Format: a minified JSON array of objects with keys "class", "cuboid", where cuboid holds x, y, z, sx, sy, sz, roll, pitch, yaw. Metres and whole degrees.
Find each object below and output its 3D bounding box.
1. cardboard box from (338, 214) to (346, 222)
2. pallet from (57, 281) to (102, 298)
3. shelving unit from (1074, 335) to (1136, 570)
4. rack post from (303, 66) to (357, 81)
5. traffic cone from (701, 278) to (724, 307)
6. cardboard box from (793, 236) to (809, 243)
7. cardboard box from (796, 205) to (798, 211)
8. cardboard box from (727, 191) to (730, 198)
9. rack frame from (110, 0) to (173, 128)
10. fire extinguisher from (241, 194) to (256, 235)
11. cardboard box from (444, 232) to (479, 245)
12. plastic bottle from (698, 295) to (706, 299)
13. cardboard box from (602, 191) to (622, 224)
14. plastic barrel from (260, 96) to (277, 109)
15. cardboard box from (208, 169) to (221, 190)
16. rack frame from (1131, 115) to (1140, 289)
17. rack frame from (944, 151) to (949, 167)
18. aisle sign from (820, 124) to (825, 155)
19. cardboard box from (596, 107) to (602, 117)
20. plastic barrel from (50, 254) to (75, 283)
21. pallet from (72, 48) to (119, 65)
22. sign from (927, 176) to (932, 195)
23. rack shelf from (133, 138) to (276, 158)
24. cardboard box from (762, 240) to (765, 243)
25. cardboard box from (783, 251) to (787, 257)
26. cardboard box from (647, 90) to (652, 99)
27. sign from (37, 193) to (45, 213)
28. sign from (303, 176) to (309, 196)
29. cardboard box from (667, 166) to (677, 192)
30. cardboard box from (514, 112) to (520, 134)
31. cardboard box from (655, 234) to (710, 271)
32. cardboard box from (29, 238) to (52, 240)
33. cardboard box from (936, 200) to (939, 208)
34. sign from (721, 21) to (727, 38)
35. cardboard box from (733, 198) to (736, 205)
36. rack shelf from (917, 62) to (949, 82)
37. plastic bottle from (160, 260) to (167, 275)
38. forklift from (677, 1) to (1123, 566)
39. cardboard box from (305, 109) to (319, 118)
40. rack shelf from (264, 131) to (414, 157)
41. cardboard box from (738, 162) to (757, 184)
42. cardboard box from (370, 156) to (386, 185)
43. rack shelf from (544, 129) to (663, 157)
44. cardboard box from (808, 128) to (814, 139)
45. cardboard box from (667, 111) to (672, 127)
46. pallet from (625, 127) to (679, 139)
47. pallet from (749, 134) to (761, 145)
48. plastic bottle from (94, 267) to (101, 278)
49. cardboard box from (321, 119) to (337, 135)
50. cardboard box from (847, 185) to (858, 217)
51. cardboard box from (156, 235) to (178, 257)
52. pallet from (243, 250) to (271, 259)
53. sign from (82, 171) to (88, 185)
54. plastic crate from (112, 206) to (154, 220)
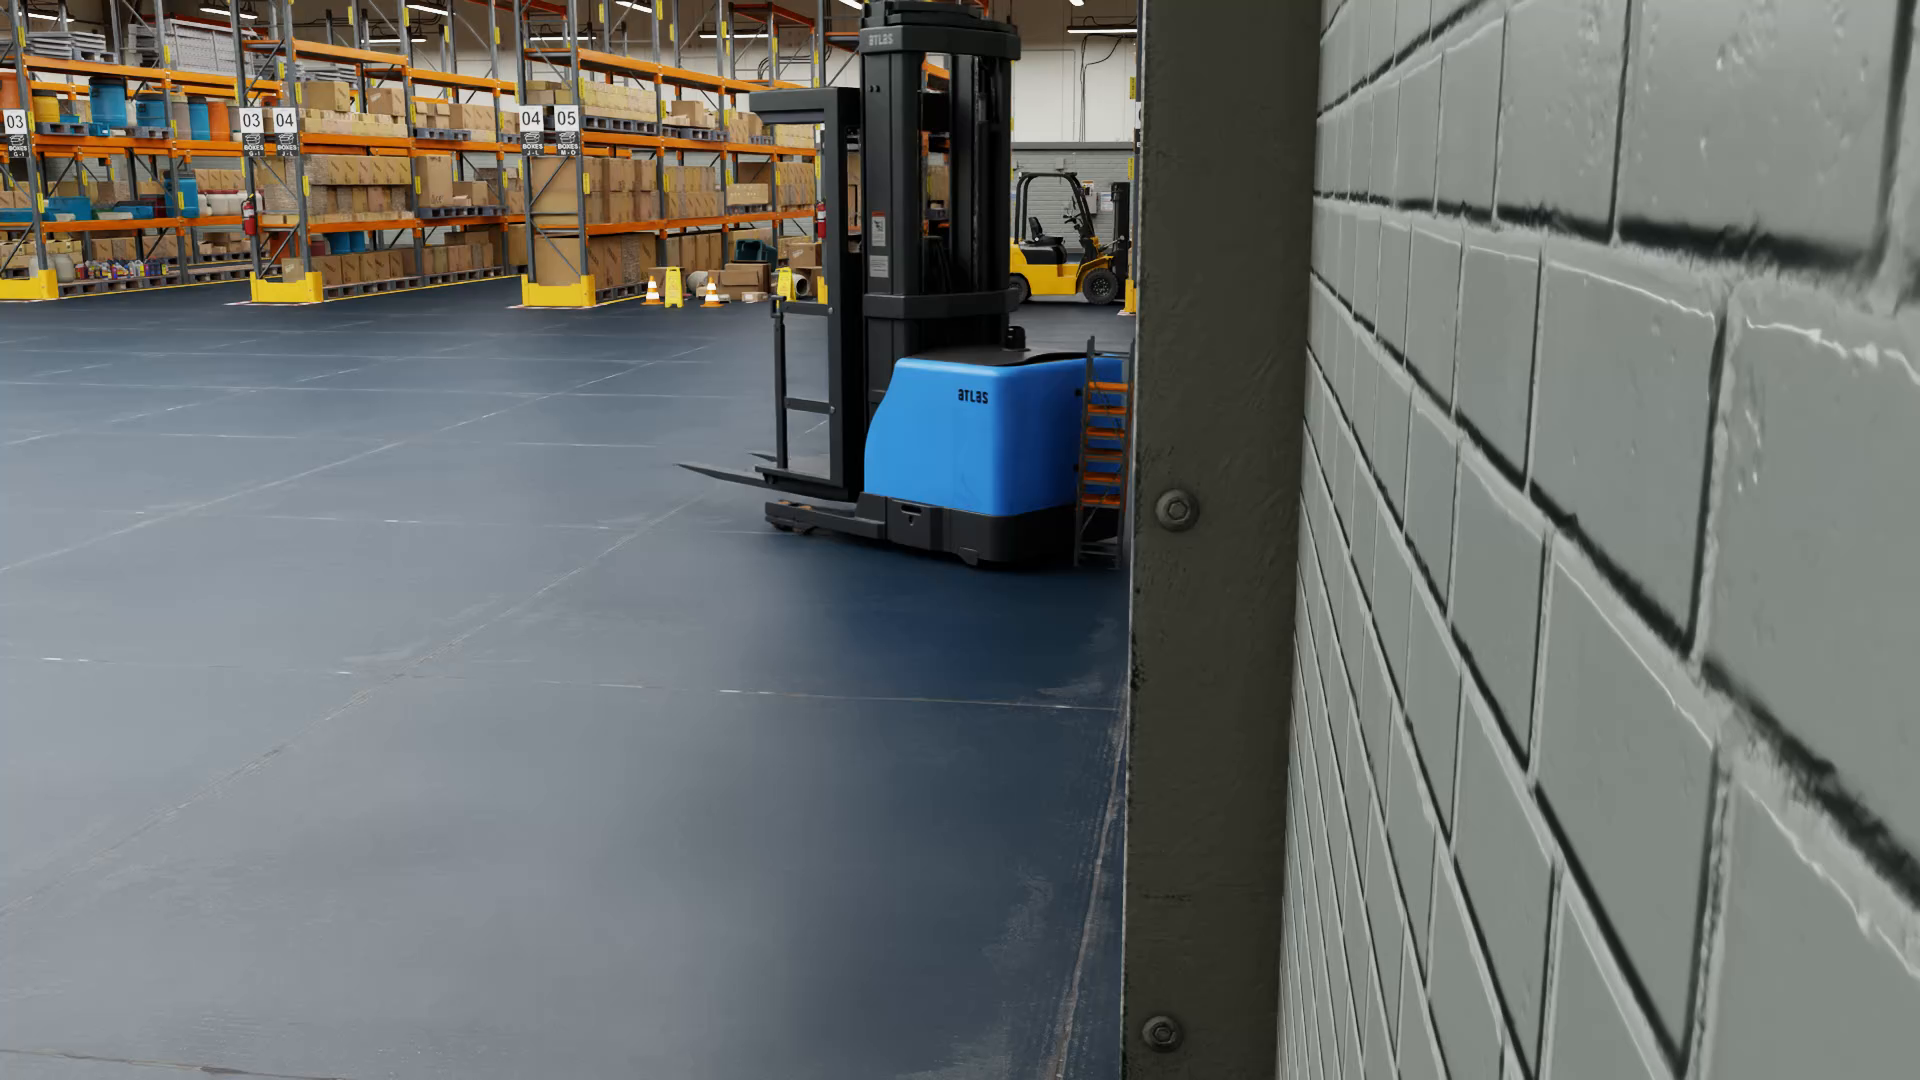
[{"class":"cardboard box","cuboid":[-11.054,-5.671,29.285,0.380,0.149,0.250,2,12,9]},{"class":"pallet","cuboid":[-16.306,-4.519,29.959,1.003,0.211,1.213,2,12,9]},{"class":"shelving unit","cuboid":[0.761,-0.456,8.722,0.258,1.200,0.189,5,14,9]},{"class":"rack post","cuboid":[-14.717,-10.915,38.959,0.937,0.300,0.954,2,12,8]},{"class":"traffic cone","cuboid":[-4.073,-4.070,27.282,0.336,0.463,0.334,2,12,9]},{"class":"cardboard box","cuboid":[-4.002,-7.559,41.809,0.380,0.149,0.250,2,12,7]},{"class":"cardboard box","cuboid":[-4.218,-8.219,41.106,0.380,0.149,0.250,1,12,6]},{"class":"cardboard box","cuboid":[-5.119,-7.341,35.328,0.380,0.149,0.250,2,12,11]},{"class":"rack frame","cuboid":[-15.787,-9.461,32.033,1.000,3.000,0.127,2,12,9]},{"class":"fire extinguisher","cuboid":[-11.981,-5.488,28.023,0.296,0.674,0.183,2,12,9]},{"class":"cardboard box","cuboid":[-10.422,-6.309,34.756,0.500,0.250,0.500,3,13,15]},{"class":"plastic bottle","cuboid":[-4.501,-4.238,29.015,0.133,0.061,0.283,-2,12,-11]},{"class":"cardboard box","cuboid":[-6.337,-5.733,28.619,0.875,0.550,0.550,2,12,9]},{"class":"plastic barrel","cuboid":[-15.081,-9.360,36.671,0.600,0.830,0.708,2,12,9]},{"class":"cardboard box","cuboid":[-19.021,-9.089,41.936,0.500,0.500,0.500,1,12,7]},{"class":"rack frame","cuboid":[3.190,-5.054,25.824,1.000,3.000,0.127,2,12,9]},{"class":"rack frame","cuboid":[0.130,-7.712,38.158,1.000,3.000,0.127,2,12,9]},{"class":"aisle sign","cuboid":[-2.012,-6.481,26.277,0.394,0.787,0.004,2,12,9]},{"class":"cardboard box","cuboid":[-6.175,-7.117,27.640,0.380,0.149,0.250,2,12,9]},{"class":"plastic barrel","cuboid":[-16.299,-4.928,30.150,0.421,0.512,0.421,0,12,0]},{"class":"pallet","cuboid":[-16.071,-8.746,30.113,1.003,0.211,1.213,2,12,9]},{"class":"sign","cuboid":[-0.563,-6.454,30.265,0.100,0.325,0.005,2,12,9]},{"class":"rack shelf","cuboid":[-15.479,-8.059,34.357,1.077,0.370,4.000,2,12,9]},{"class":"cardboard box","cuboid":[-4.721,-6.566,37.775,0.500,0.500,0.500,2,12,7]},{"class":"cardboard box","cuboid":[-4.386,-6.892,40.121,0.380,0.149,0.250,2,12,7]},{"class":"cardboard box","cuboid":[-5.788,-8.034,30.003,0.380,0.149,0.250,2,12,8]},{"class":"sign","cuboid":[-15.859,-5.812,28.685,0.100,0.325,0.005,2,12,9]},{"class":"sign","cuboid":[-10.972,-5.941,27.884,0.100,0.325,0.005,2,12,9]},{"class":"cardboard box","cuboid":[-5.860,-6.934,31.939,0.700,0.500,0.500,2,12,8]},{"class":"cardboard box","cuboid":[-9.984,-9.348,37.389,0.797,0.503,0.637,2,12,8]},{"class":"cardboard box","cuboid":[-5.706,-5.818,33.714,1.050,0.750,0.750,2,12,10]},{"class":"cardboard box","cuboid":[-20.436,-6.558,37.002,0.500,0.311,0.500,2,12,11]},{"class":"cardboard box","cuboid":[-0.607,-6.399,31.666,0.380,0.149,0.250,2,12,10]},{"class":"sign","cuboid":[-4.843,-10.468,34.114,0.100,0.325,0.005,2,12,9]},{"class":"cardboard box","cuboid":[-5.041,-7.300,35.845,0.380,0.149,0.250,3,12,11]},{"class":"rack shelf","cuboid":[-0.793,-8.848,31.848,1.077,0.370,4.000,2,12,9]},{"class":"plastic bottle","cuboid":[-15.535,-5.304,32.390,0.061,0.283,0.133,3,12,11]},{"class":"forklift","cuboid":[-0.506,-1.539,9.679,3.031,2.935,1.130,11,17,43]},{"class":"cardboard box","cuboid":[-11.101,-7.224,28.181,0.380,0.149,0.250,2,12,10]},{"class":"rack shelf","cuboid":[-11.200,-7.066,29.748,1.077,0.370,4.000,2,12,9]},{"class":"cardboard box","cuboid":[-4.972,-8.641,39.152,0.500,0.500,0.500,1,12,7]},{"class":"cardboard box","cuboid":[-10.843,-6.740,30.331,0.500,0.500,0.500,2,12,9]},{"class":"rack shelf","cuboid":[-6.315,-6.884,28.905,1.077,0.370,4.000,2,12,9]},{"class":"cardboard box","cuboid":[-3.981,-10.217,41.832,0.500,0.250,0.500,1,12,7]},{"class":"cardboard box","cuboid":[-5.877,-8.341,32.933,0.500,0.311,0.500,2,12,8]},{"class":"pallet","cuboid":[-5.915,-7.751,31.674,0.805,0.209,1.217,1,12,6]},{"class":"pallet","cuboid":[-5.133,-8.885,36.926,1.213,0.211,1.003,2,12,9]},{"class":"plastic bottle","cuboid":[-16.318,-5.059,31.448,0.097,0.201,0.097,0,12,0]},{"class":"cardboard box","cuboid":[-11.105,-7.127,28.682,0.500,0.250,0.500,2,12,7]},{"class":"cardboard box","cuboid":[-1.904,-5.530,27.090,0.500,0.500,0.500,2,12,8]},{"class":"cardboard box","cuboid":[-19.327,-7.133,40.362,0.500,0.500,0.500,2,12,9]},{"class":"pallet","cuboid":[-18.968,-7.642,44.455,1.003,0.211,1.213,2,12,9]},{"class":"sign","cuboid":[-19.516,-8.071,37.075,0.100,0.325,0.005,2,12,9]},{"class":"plastic crate","cuboid":[-15.689,-6.216,31.571,0.499,0.251,0.616,2,12,9]}]
